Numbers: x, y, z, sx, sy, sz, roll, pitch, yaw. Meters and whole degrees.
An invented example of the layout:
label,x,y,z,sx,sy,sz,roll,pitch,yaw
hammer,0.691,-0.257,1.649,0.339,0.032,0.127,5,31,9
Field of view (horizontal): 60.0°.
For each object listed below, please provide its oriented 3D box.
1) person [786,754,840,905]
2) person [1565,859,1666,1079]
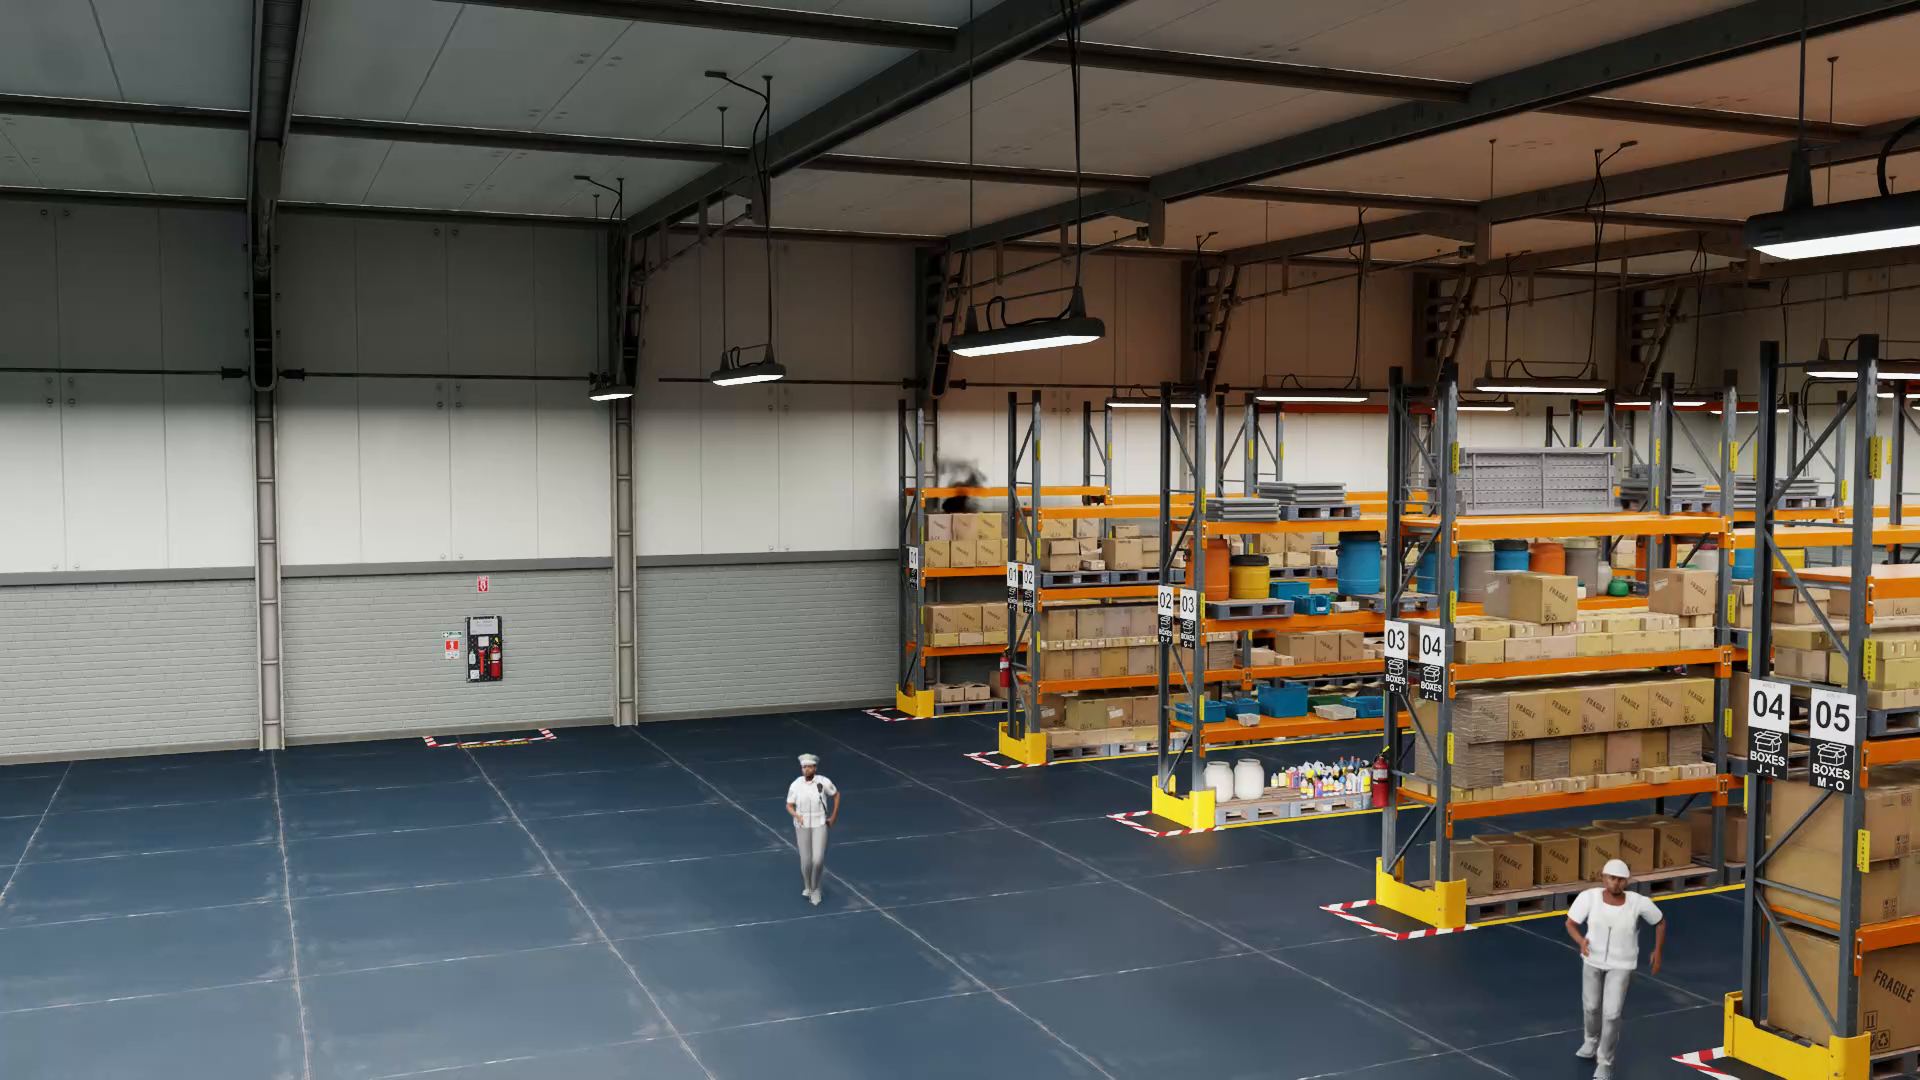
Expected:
label,x,y,z,sx,sy,sz,roll,pitch,yaw
person,-1.663,3.239,18.689,0.581,1.691,0.656,0,3,2
person,5.331,3.505,13.587,0.751,1.828,0.696,2,4,31
